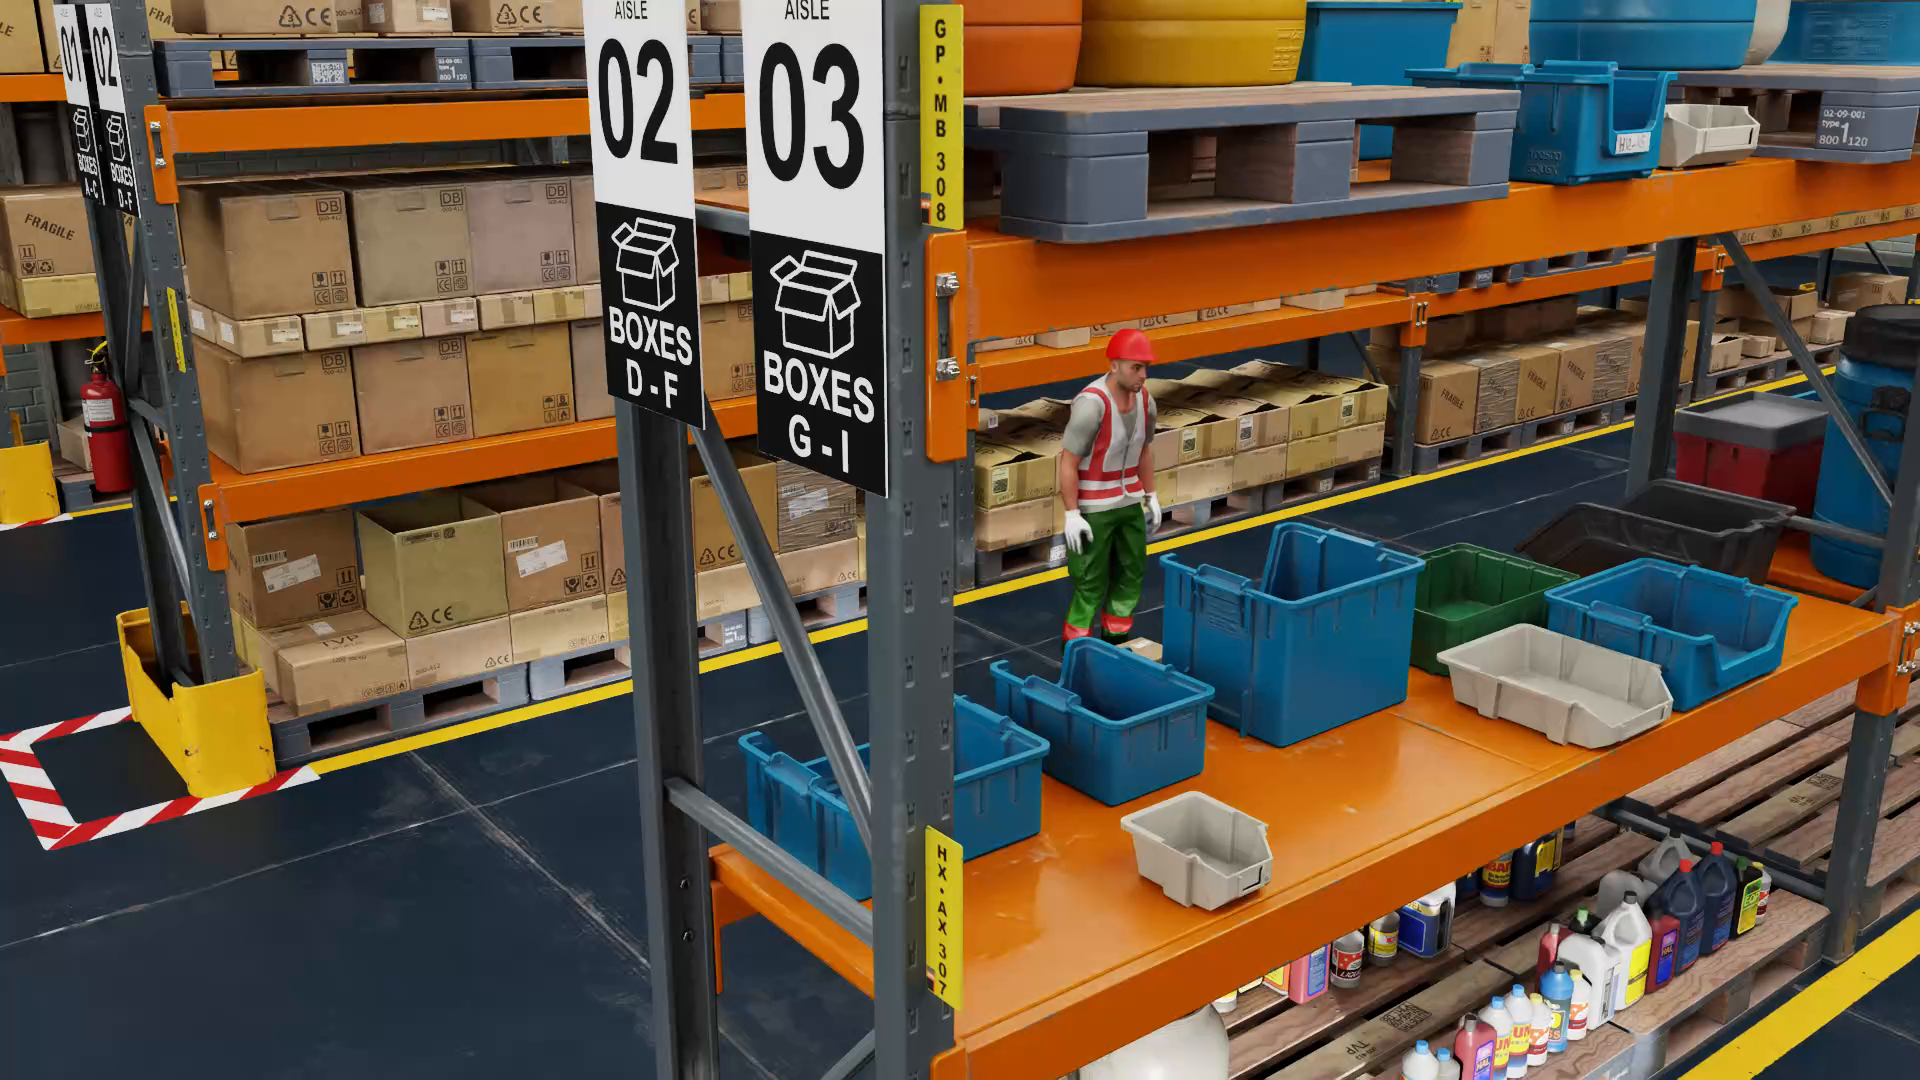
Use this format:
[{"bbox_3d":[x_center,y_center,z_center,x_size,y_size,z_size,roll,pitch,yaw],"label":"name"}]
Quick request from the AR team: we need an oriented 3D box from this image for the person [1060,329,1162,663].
[{"bbox_3d":[0.729,-0.132,7.944,0.614,1.778,0.456,-14,22,-37],"label":"person"}]
